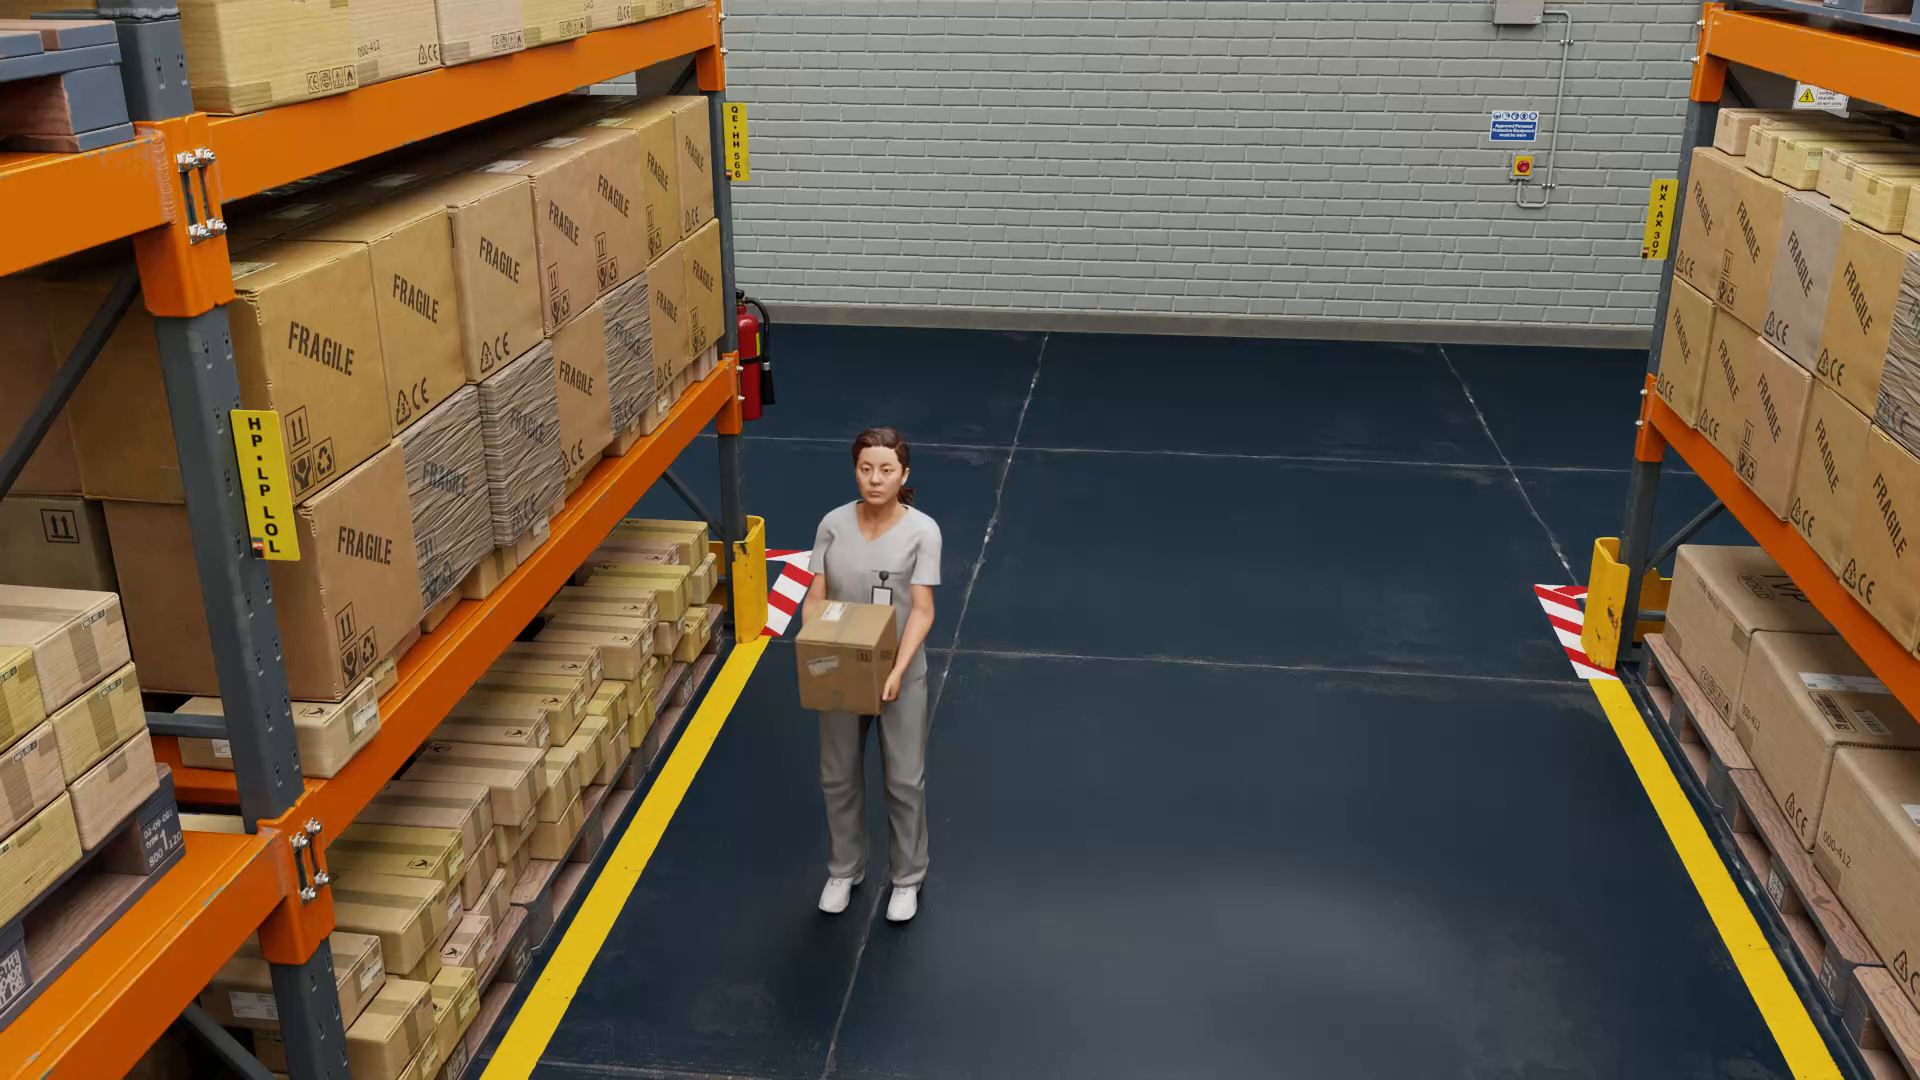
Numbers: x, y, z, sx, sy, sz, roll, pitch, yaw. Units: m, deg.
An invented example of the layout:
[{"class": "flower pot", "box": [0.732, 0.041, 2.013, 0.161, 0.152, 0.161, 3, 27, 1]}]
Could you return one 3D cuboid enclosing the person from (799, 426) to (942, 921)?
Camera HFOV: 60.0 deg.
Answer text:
[{"class": "person", "box": [-0.291, 0.472, 5.396, 0.439, 1.654, 0.558, 5, 22, 12]}]
